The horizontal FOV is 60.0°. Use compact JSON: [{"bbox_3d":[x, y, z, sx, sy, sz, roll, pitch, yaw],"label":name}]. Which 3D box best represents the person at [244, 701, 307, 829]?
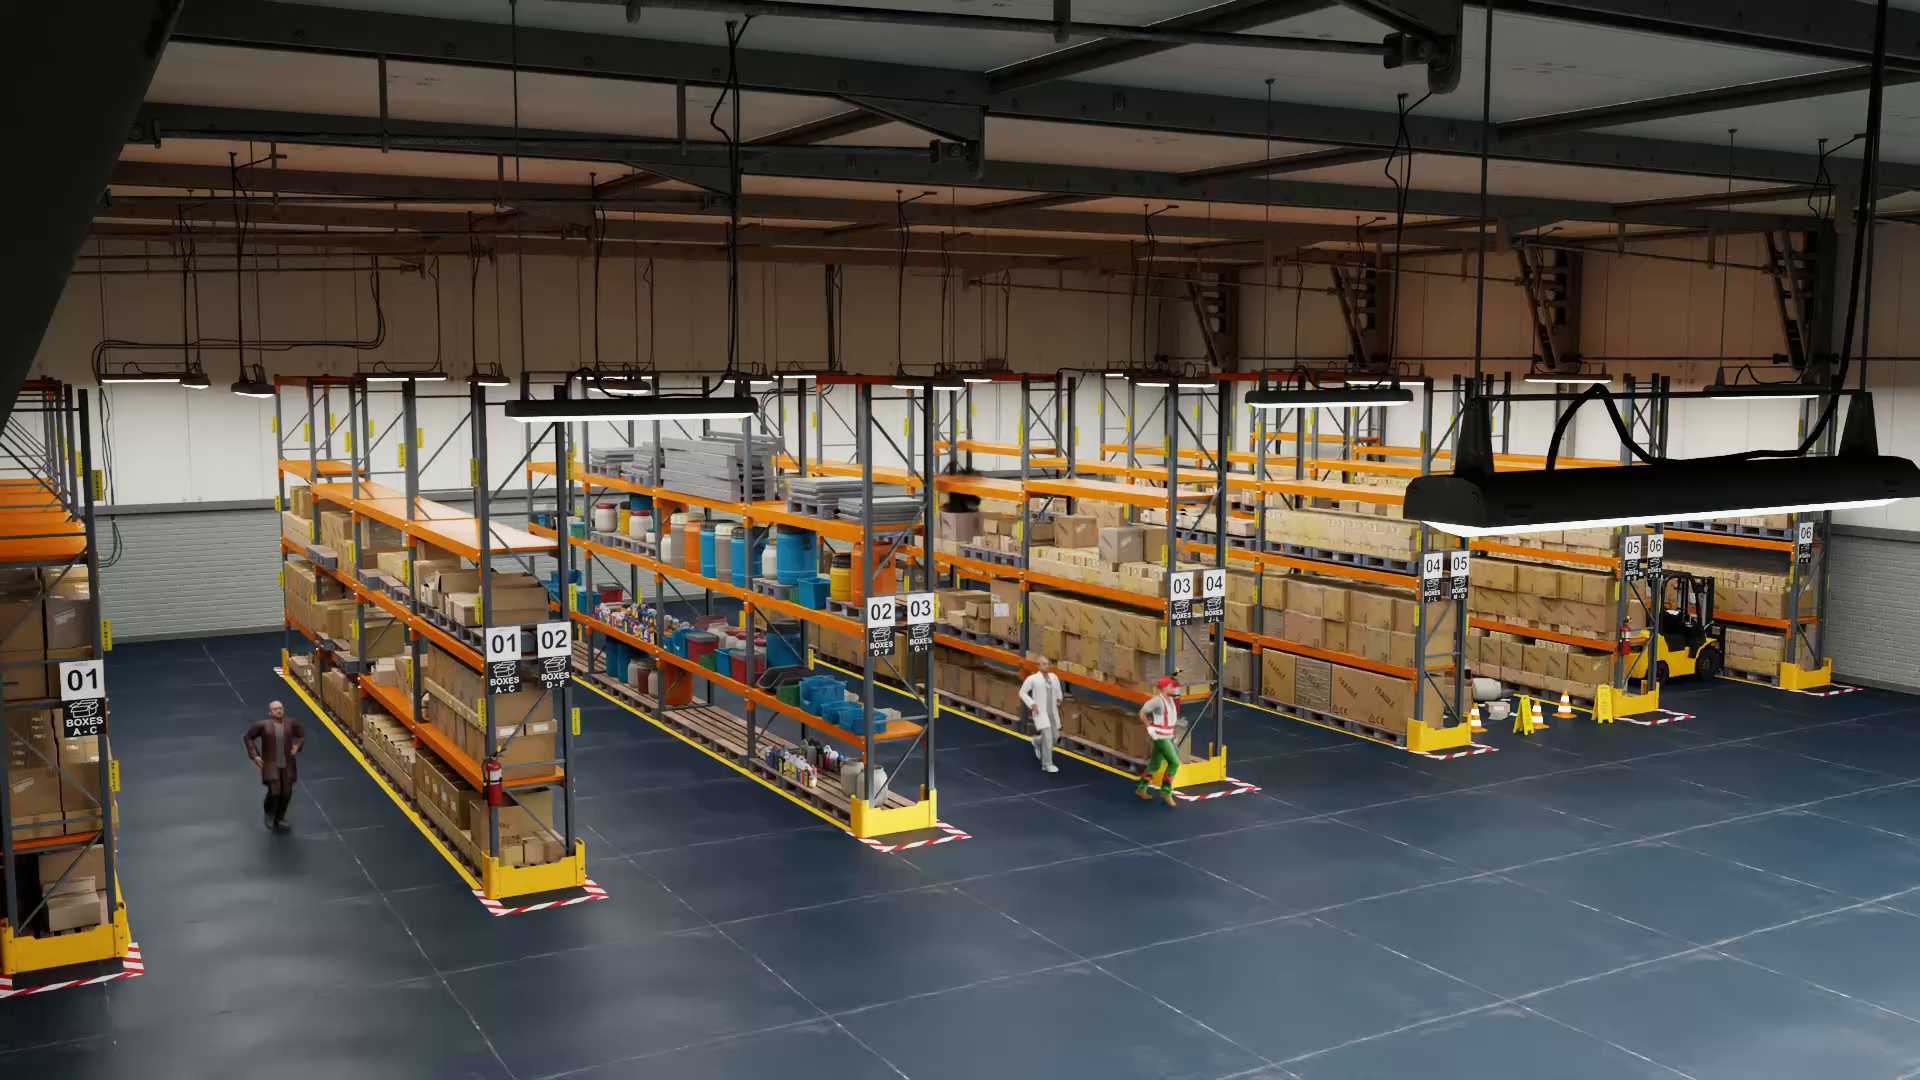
[{"bbox_3d":[-9.106,3.022,22.245,0.765,1.752,0.609,-5,8,-36],"label":"person"}]

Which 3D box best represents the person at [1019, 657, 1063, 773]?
[{"bbox_3d":[1.275,2.770,25.631,0.716,1.529,0.835,-4,7,-30],"label":"person"}]

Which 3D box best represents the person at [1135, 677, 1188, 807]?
[{"bbox_3d":[2.893,2.851,23.762,0.739,1.813,0.629,3,7,23],"label":"person"}]
